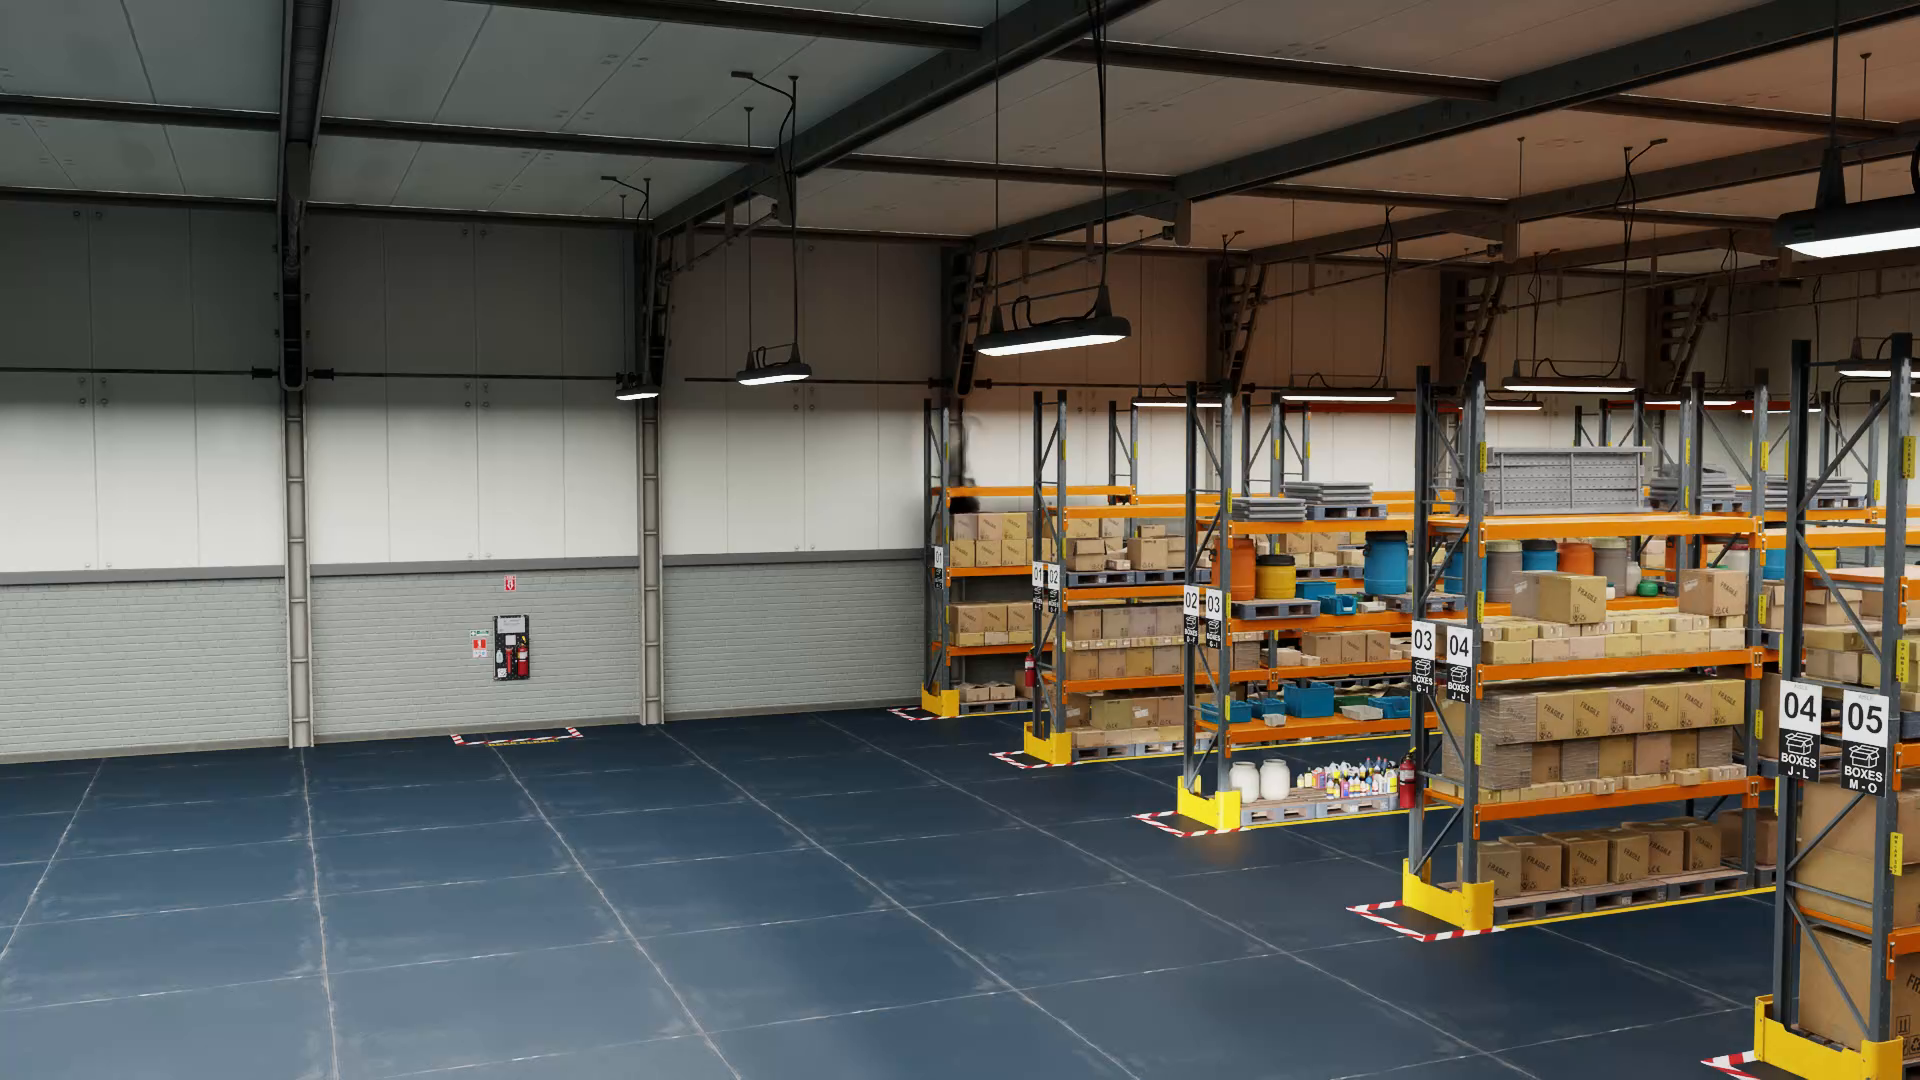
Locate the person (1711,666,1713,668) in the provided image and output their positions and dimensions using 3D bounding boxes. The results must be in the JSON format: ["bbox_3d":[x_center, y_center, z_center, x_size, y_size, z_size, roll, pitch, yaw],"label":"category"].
[{"bbox_3d":[13.010,2.628,28.418,0.880,1.765,0.711,-1,4,-19],"label":"person"}]
